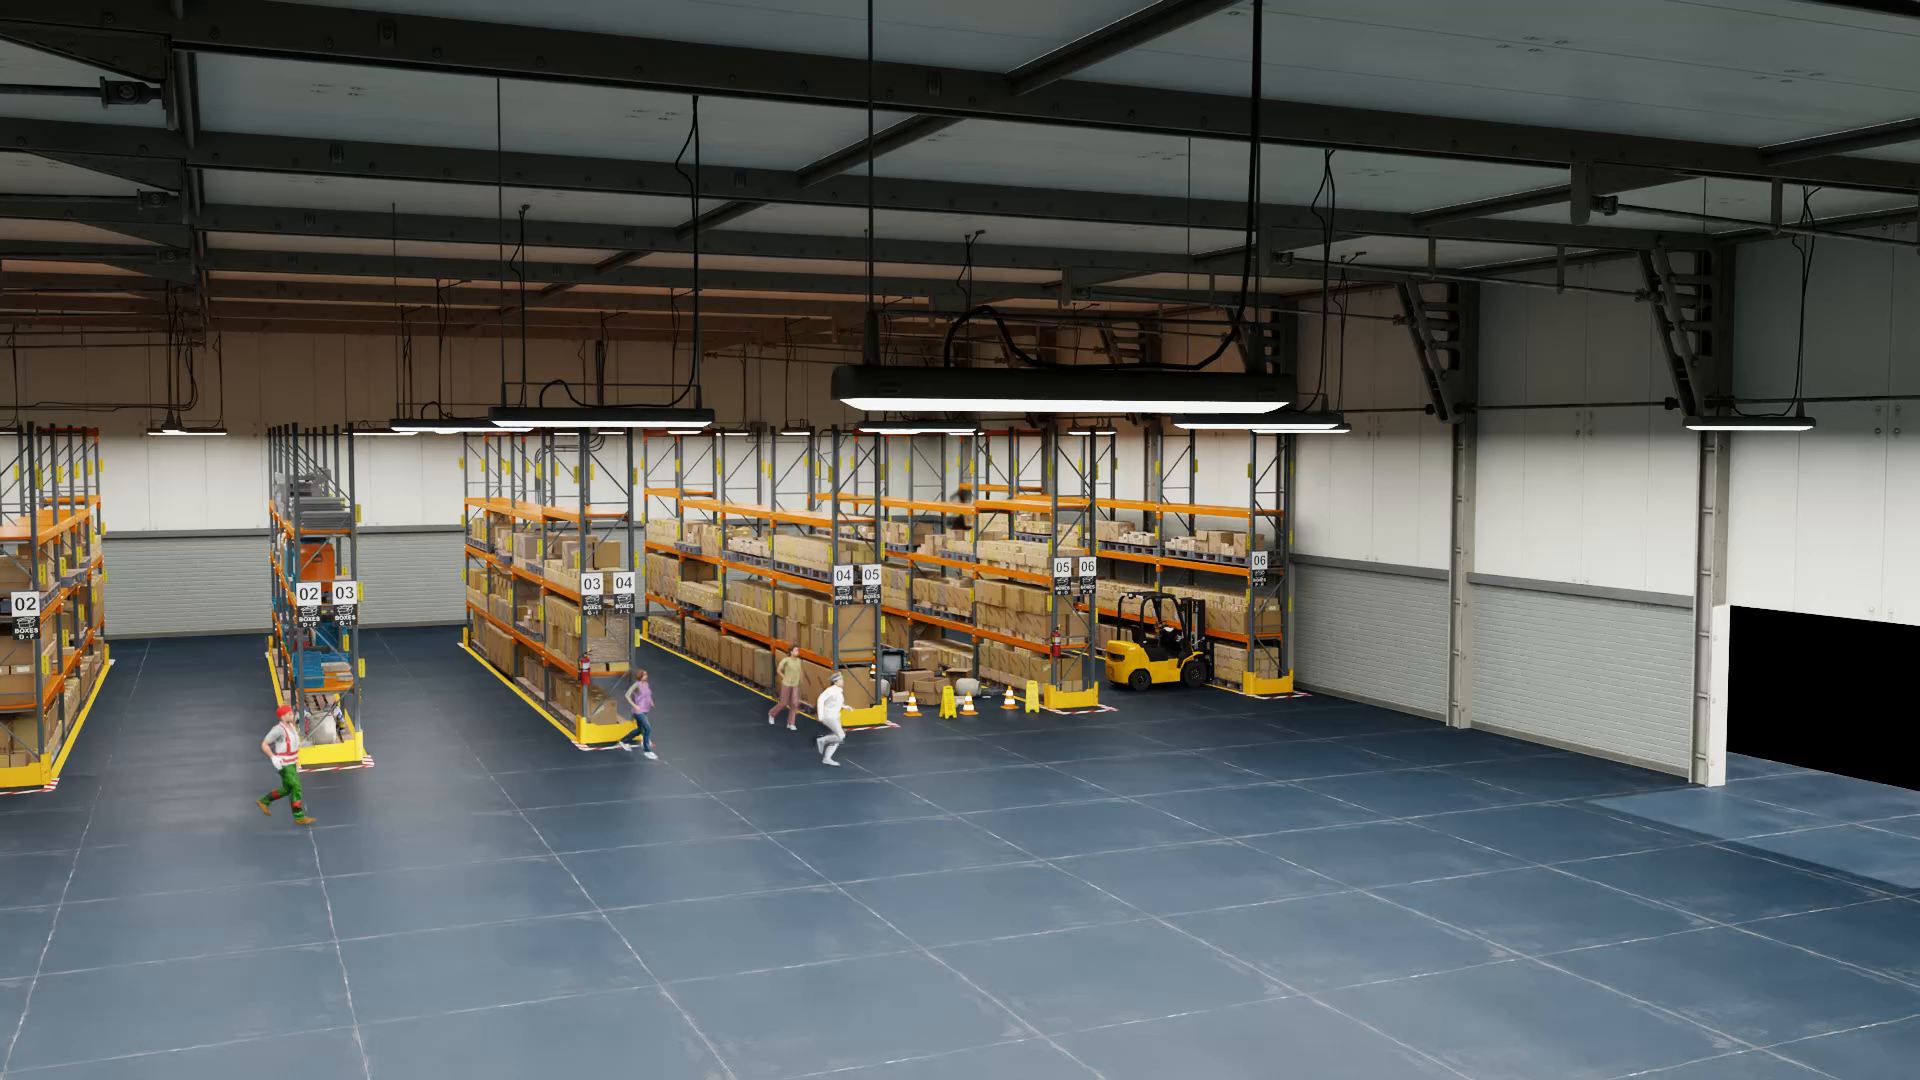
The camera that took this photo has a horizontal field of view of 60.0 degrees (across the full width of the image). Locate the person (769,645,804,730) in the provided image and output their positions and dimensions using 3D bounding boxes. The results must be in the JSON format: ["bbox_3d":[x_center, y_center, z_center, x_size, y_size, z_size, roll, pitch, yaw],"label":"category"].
[{"bbox_3d":[-3.351,2.887,32.945,0.652,1.646,0.825,-3,5,-41],"label":"person"}]

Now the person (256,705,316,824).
[{"bbox_3d":[-10.010,3.319,24.614,0.907,1.769,0.660,0,3,1],"label":"person"}]

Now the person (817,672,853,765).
[{"bbox_3d":[-2.200,3.130,29.187,0.620,1.646,0.654,1,4,16],"label":"person"}]

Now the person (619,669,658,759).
[{"bbox_3d":[-5.786,3.106,29.851,0.776,1.604,0.554,1,4,16],"label":"person"}]
